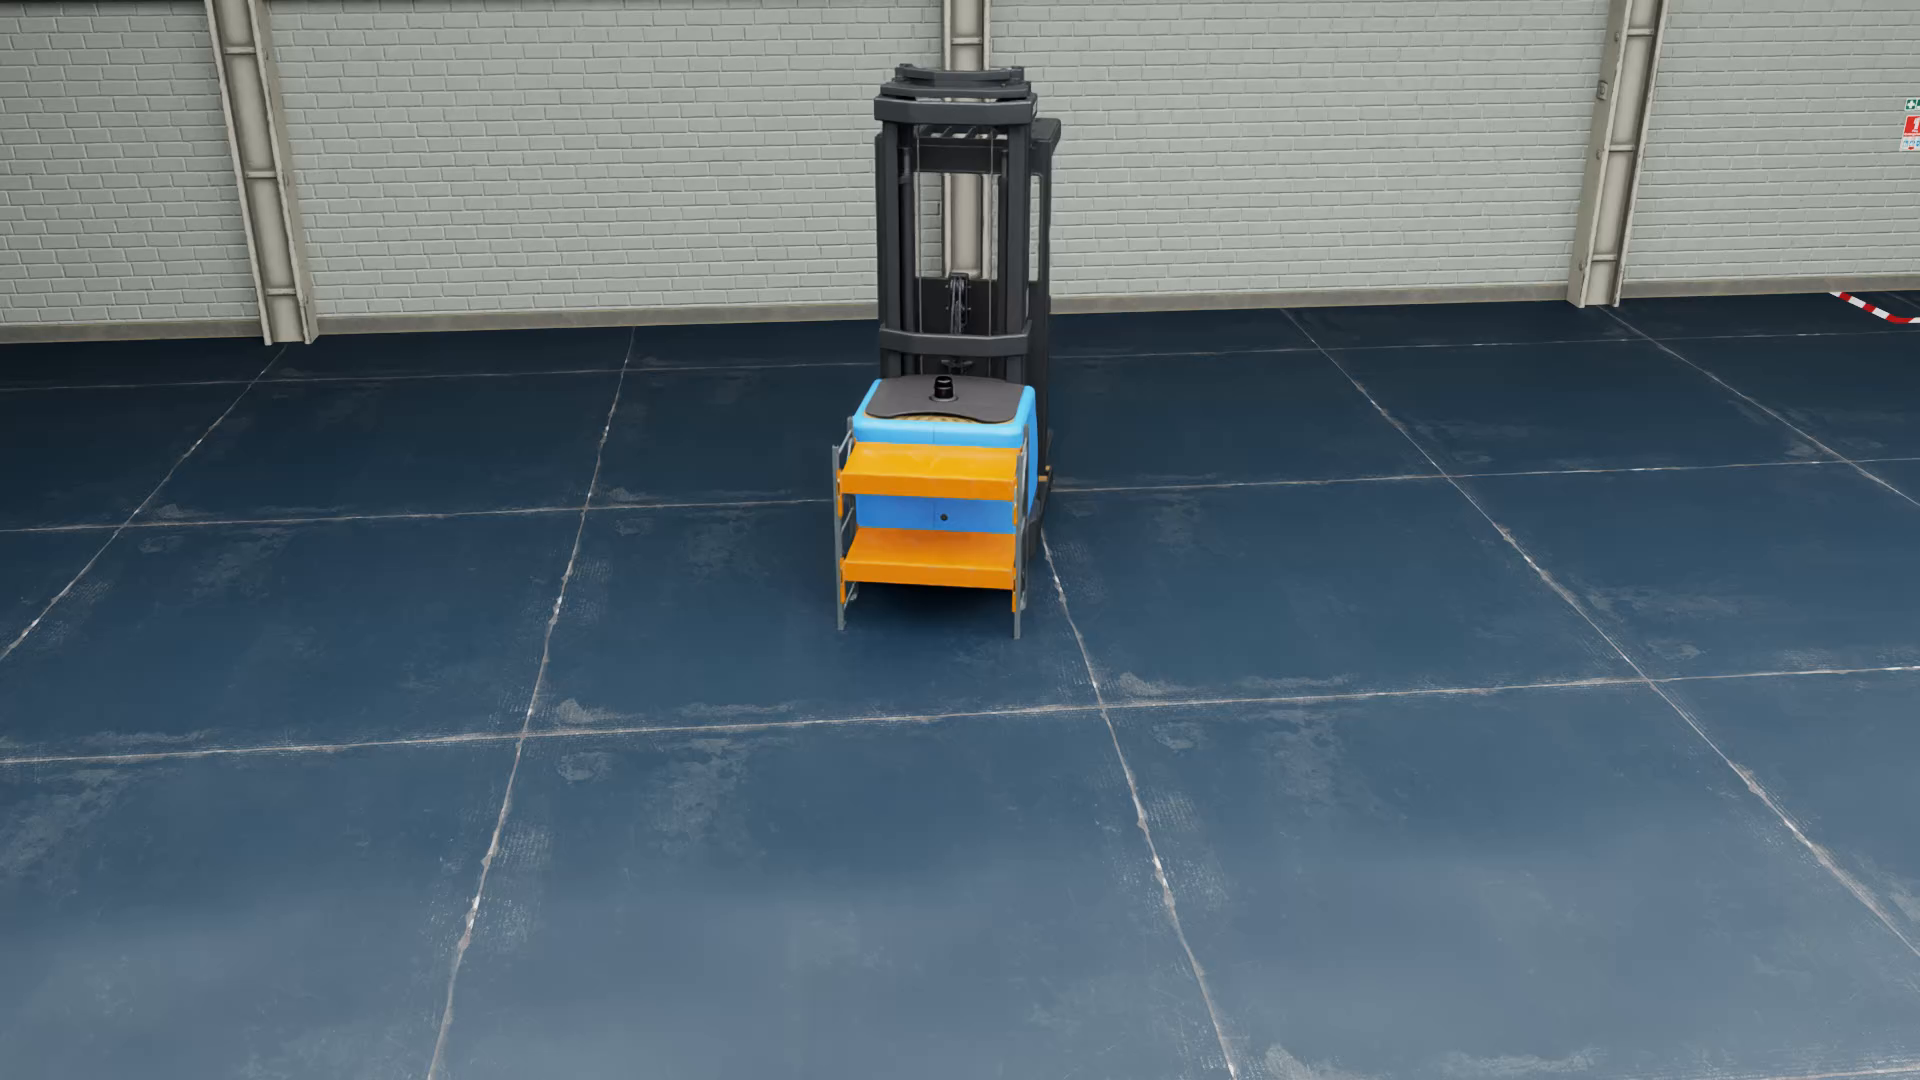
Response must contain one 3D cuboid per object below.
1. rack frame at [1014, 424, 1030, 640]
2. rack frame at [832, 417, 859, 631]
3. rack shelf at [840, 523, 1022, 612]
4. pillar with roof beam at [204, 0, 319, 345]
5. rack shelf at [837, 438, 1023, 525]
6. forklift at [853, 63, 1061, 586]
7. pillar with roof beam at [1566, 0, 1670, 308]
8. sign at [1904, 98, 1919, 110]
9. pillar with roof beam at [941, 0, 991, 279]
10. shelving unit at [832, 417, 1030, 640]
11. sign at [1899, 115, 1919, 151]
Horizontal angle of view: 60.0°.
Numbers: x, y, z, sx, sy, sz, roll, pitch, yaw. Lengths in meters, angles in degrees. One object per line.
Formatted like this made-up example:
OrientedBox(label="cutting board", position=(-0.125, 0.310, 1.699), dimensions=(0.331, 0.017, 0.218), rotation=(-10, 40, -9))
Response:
OrientedBox(label="rack frame", position=(0.352, -0.045, 9.466), dimensions=(0.032, 1.125, 0.500), rotation=(3, 24, 6))
OrientedBox(label="rack frame", position=(-0.657, -0.094, 9.577), dimensions=(0.032, 1.125, 0.500), rotation=(3, 24, 6))
OrientedBox(label="rack shelf", position=(-0.153, 0.154, 9.621), dimensions=(1.000, 0.278, 0.538), rotation=(3, 24, 6))
OrientedBox(label="pillar with roof beam", position=(-5.501, -4.153, 9.015), dimensions=(0.400, 9.000, 9.100), rotation=(-2, 24, -5))
OrientedBox(label="rack shelf", position=(-0.153, -0.337, 9.402), dimensions=(1.000, 0.278, 0.538), rotation=(3, 24, 6))
OrientedBox(label="forklift", position=(0.055, -1.625, 10.798), dimensions=(1.130, 2.935, 3.031), rotation=(3, 24, 7))
OrientedBox(label="pillar with roof beam", position=(6.441, -4.632, 10.093), dimensions=(0.400, 9.000, 9.100), rotation=(-2, 24, -5))
OrientedBox(label="sign", position=(8.970, -4.062, 15.500), dimensions=(0.331, 0.109, 0.001), rotation=(-2, 24, -5))
OrientedBox(label="pillar with roof beam", position=(0.470, -4.393, 9.554), dimensions=(0.400, 9.000, 9.100), rotation=(-2, 24, -5))
OrientedBox(label="shelving unit", position=(-0.153, -0.069, 9.521), dimensions=(1.048, 1.125, 0.538), rotation=(3, 24, 6))
OrientedBox(label="sign", position=(8.965, -3.823, 15.615), dimensions=(0.234, 0.329, 0.001), rotation=(-2, 24, -5))
